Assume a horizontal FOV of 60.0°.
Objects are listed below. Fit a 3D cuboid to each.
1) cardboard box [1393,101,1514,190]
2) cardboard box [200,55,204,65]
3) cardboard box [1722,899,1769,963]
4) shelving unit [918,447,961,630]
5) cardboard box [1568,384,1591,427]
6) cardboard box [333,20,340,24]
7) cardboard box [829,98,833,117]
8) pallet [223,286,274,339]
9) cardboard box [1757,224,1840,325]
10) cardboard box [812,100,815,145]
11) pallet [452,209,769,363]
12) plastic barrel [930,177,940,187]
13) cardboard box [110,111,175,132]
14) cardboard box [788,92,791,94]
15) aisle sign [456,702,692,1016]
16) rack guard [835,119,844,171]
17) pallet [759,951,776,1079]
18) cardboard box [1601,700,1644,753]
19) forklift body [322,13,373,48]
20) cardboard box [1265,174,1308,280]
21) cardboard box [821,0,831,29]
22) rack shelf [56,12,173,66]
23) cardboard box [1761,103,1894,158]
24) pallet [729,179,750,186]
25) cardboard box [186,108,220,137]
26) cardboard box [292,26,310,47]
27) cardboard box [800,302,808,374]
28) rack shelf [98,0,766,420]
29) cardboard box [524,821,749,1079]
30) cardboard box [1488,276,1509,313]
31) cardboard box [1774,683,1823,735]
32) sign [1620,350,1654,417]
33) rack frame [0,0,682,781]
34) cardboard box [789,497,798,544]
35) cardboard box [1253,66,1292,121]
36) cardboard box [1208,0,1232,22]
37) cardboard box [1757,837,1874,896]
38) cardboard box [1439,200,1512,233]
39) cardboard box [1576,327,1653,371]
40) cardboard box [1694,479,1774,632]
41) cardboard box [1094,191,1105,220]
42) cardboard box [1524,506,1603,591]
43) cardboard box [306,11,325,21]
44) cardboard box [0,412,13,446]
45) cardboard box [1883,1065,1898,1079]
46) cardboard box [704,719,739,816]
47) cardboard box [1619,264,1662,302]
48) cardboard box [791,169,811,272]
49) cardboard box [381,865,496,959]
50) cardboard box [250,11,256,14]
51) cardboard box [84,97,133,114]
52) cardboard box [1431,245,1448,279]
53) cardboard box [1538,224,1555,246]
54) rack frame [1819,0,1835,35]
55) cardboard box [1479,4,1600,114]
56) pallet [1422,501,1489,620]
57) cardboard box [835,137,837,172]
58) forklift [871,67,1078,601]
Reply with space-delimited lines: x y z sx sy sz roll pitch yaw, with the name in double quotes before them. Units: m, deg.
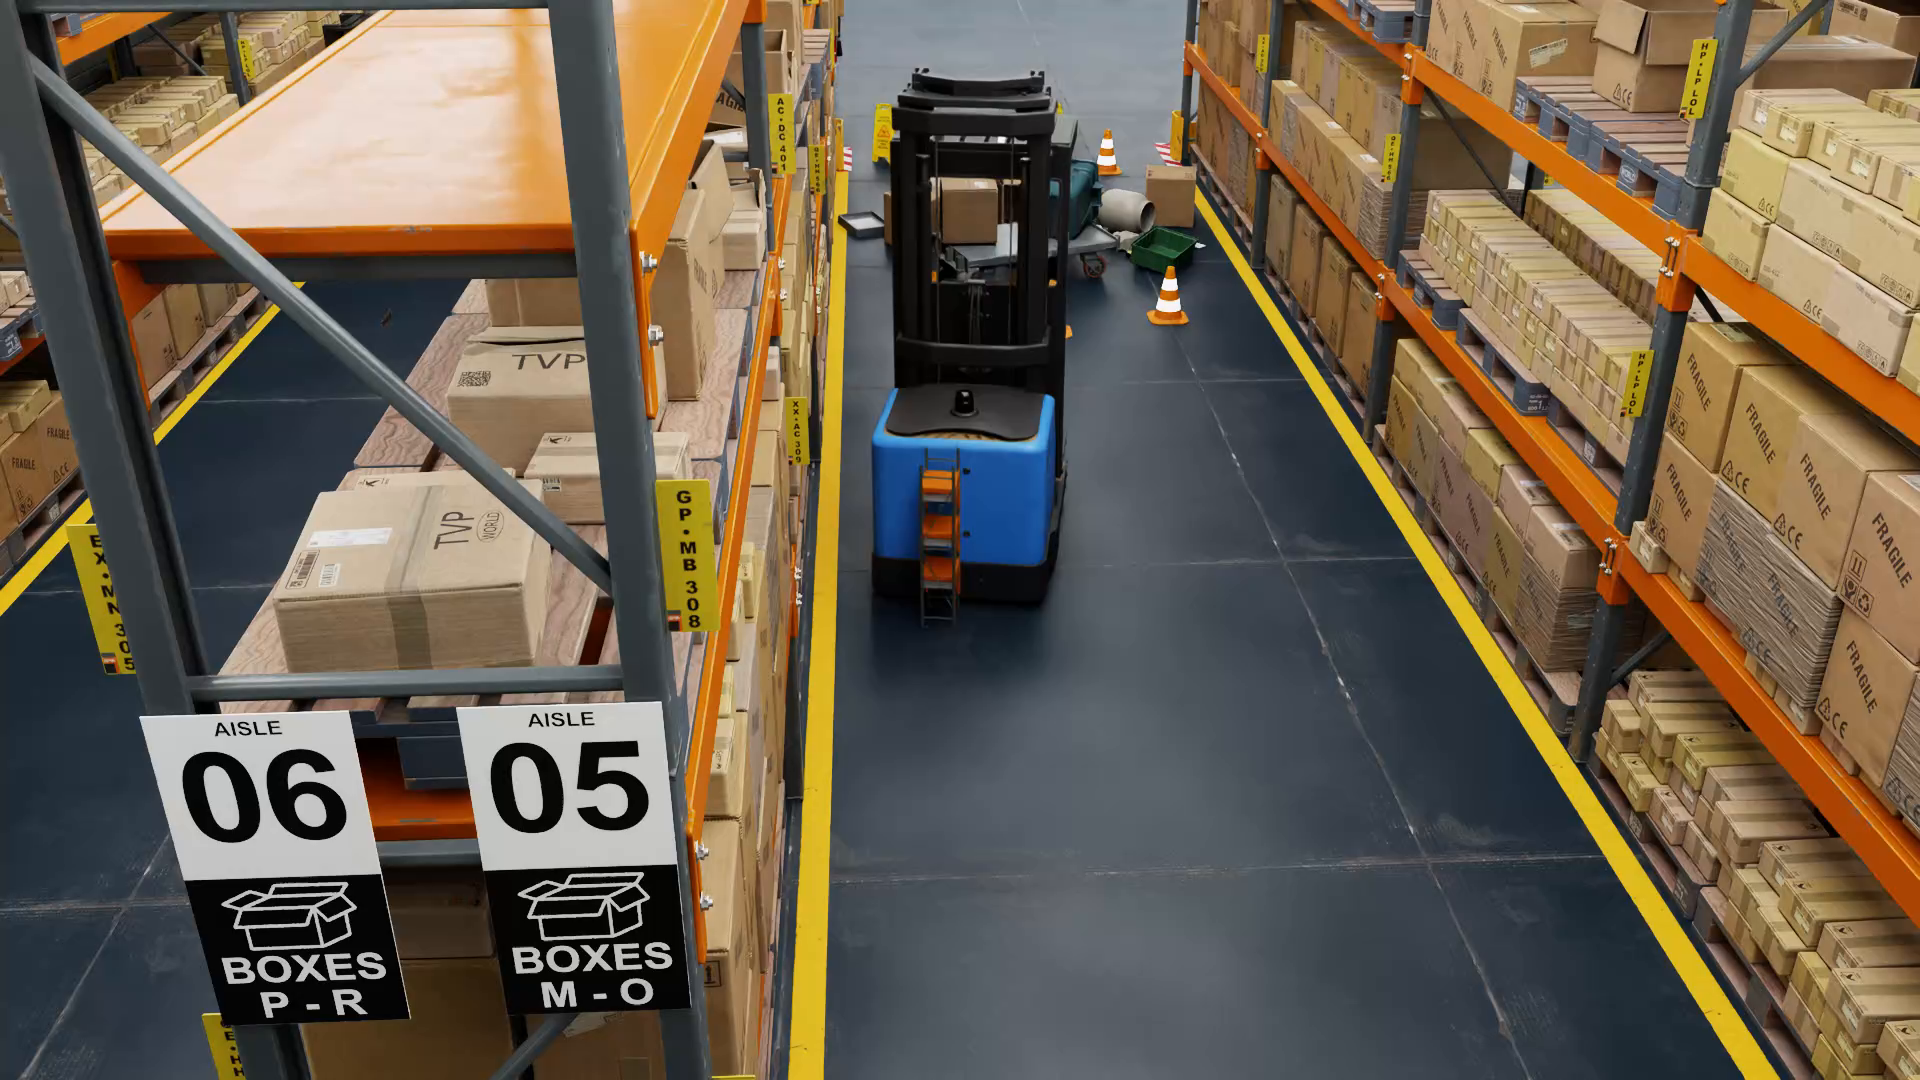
"cardboard box" 3.435 -2.760 11.608 0.700 0.500 0.500 -2 28 -3
"cardboard box" -6.981 -4.335 15.009 0.380 0.149 0.250 -1 28 -1
"cardboard box" 3.464 1.635 7.001 0.380 0.149 0.250 -2 28 -4
"shelving unit" -0.114 -0.003 9.620 0.215 1.050 0.252 3 28 6
"cardboard box" 3.414 -0.706 8.677 0.380 0.149 0.250 -1 28 -3
"cardboard box" -6.558 -5.055 17.090 0.500 0.500 0.500 -1 28 -1
"cardboard box" -1.497 -4.410 16.969 0.380 0.149 0.250 0 28 0
"pallet" -6.578 -2.048 14.449 1.003 0.211 1.213 -1 28 -3
"cardboard box" 3.453 -1.029 6.398 0.500 0.250 0.500 -2 28 -3
"cardboard box" -1.369 -3.191 12.740 0.500 0.500 0.500 -2 28 -5
"pallet" -1.248 -0.963 6.206 1.003 0.211 1.213 -1 28 -3
"plastic barrel" -0.287 -3.533 17.066 0.512 0.421 0.421 19 33 32
"cardboard box" -6.319 -3.214 12.859 0.380 0.149 0.250 -1 28 -2
"cardboard box" -0.997 -2.056 8.004 0.380 0.166 0.250 -3 28 -6
"aisle sign" -0.778 0.670 3.411 0.394 0.787 0.004 -1 28 -3
"rack guard" -1.903 -4.449 18.740 1.175 0.500 0.348 -1 28 -3
"pallet" -1.252 2.103 6.489 1.003 0.211 1.213 -1 28 -3
"cardboard box" 3.357 0.904 8.080 0.380 0.149 0.250 0 28 0
"forklift body" -4.943 -4.263 16.598 2.313 2.155 1.214 -1 28 -3
"cardboard box" 3.362 -2.816 14.884 1.050 0.750 0.750 -2 28 -3
"cardboard box" -1.505 -4.573 14.764 0.700 0.500 0.500 -2 28 -3
"rack shelf" -6.551 -3.711 12.156 1.077 0.370 4.000 -1 28 -3
"cardboard box" 3.412 -1.612 6.544 0.380 0.149 0.250 -3 28 -5
"pallet" -1.378 -1.718 7.764 0.805 0.209 1.217 -2 28 -5
"cardboard box" -6.340 -3.321 13.495 0.500 0.250 0.500 -2 28 -4
"cardboard box" -6.470 -4.824 15.946 0.380 0.149 0.250 -2 28 -4
"cardboard box" -1.105 -1.123 9.282 0.500 0.250 0.500 -2 28 -4
"rack shelf" -1.176 -1.291 4.705 1.077 0.370 4.000 -1 28 -3
"cardboard box" -0.812 1.080 4.246 0.500 0.500 0.500 -2 28 -4
"cardboard box" 3.342 -1.448 9.779 0.380 0.149 0.250 -2 28 -3
"cardboard box" 3.463 0.640 6.551 0.380 0.149 0.250 0 28 0
"sign" 3.103 -0.715 7.626 0.100 0.325 0.005 -1 28 -3
"rack frame" -1.072 -0.864 2.675 1.000 3.000 0.127 -1 28 -3
"cardboard box" -1.040 -0.194 8.041 0.500 0.250 0.500 -2 28 -4
"cardboard box" 3.209 -4.148 15.298 0.875 0.550 0.550 -1 28 -3
"cardboard box" 3.026 -5.618 16.948 0.875 0.550 0.550 -1 28 -3
"cardboard box" 3.551 1.368 6.868 0.380 0.149 0.250 -2 28 -5
"cardboard box" 3.296 -2.061 10.632 0.380 0.149 0.250 -2 28 -4
"cardboard box" 3.415 -0.980 8.559 0.380 0.149 0.250 -2 28 -4
"cardboard box" 3.465 0.070 6.943 0.500 0.500 0.500 -1 28 -3
"cardboard box" 1.311 -3.449 17.075 0.396 0.266 0.258 3 28 6
"cardboard box" 3.366 0.035 8.878 0.500 0.250 0.500 -2 28 -4
"cardboard box" -6.468 -5.188 16.321 0.380 0.149 0.250 -1 28 -2
"cardboard box" -6.152 -0.672 10.343 0.380 0.149 0.250 -2 28 -4
"cardboard box" 3.614 1.973 6.031 0.380 0.149 0.250 -2 28 -3
"cardboard box" -0.798 0.608 4.449 0.380 0.149 0.250 -1 28 -1
"cardboard box" 4.010 -1.470 9.500 0.380 0.149 0.250 -1 28 -1
"cardboard box" -1.166 -1.917 9.992 0.500 0.500 0.500 -1 28 -2
"cardboard box" -1.290 0.860 3.966 0.380 0.149 0.250 -1 28 -2
"cardboard box" -7.007 -5.060 16.076 0.380 0.149 0.250 -1 28 -2
"cardboard box" -6.843 -3.430 13.274 0.380 0.149 0.250 -2 28 -3
"cardboard box" 3.284 -1.804 10.782 0.380 0.149 0.250 0 28 0
"cardboard box" 3.945 -1.931 10.704 0.380 0.149 0.250 0 28 -1
"rack frame" 8.198 -3.985 15.146 1.000 3.000 0.127 -1 28 -3
"cardboard box" 3.277 -2.707 9.345 0.500 0.500 0.500 -1 28 -3
"pallet" 3.549 0.095 10.340 1.003 0.211 1.213 -1 28 -3
"cardboard box" -1.595 -4.182 18.043 0.500 0.250 0.500 -2 28 -3
"forklift" 0.153 -1.588 10.625 1.130 2.935 3.031 3 28 6
